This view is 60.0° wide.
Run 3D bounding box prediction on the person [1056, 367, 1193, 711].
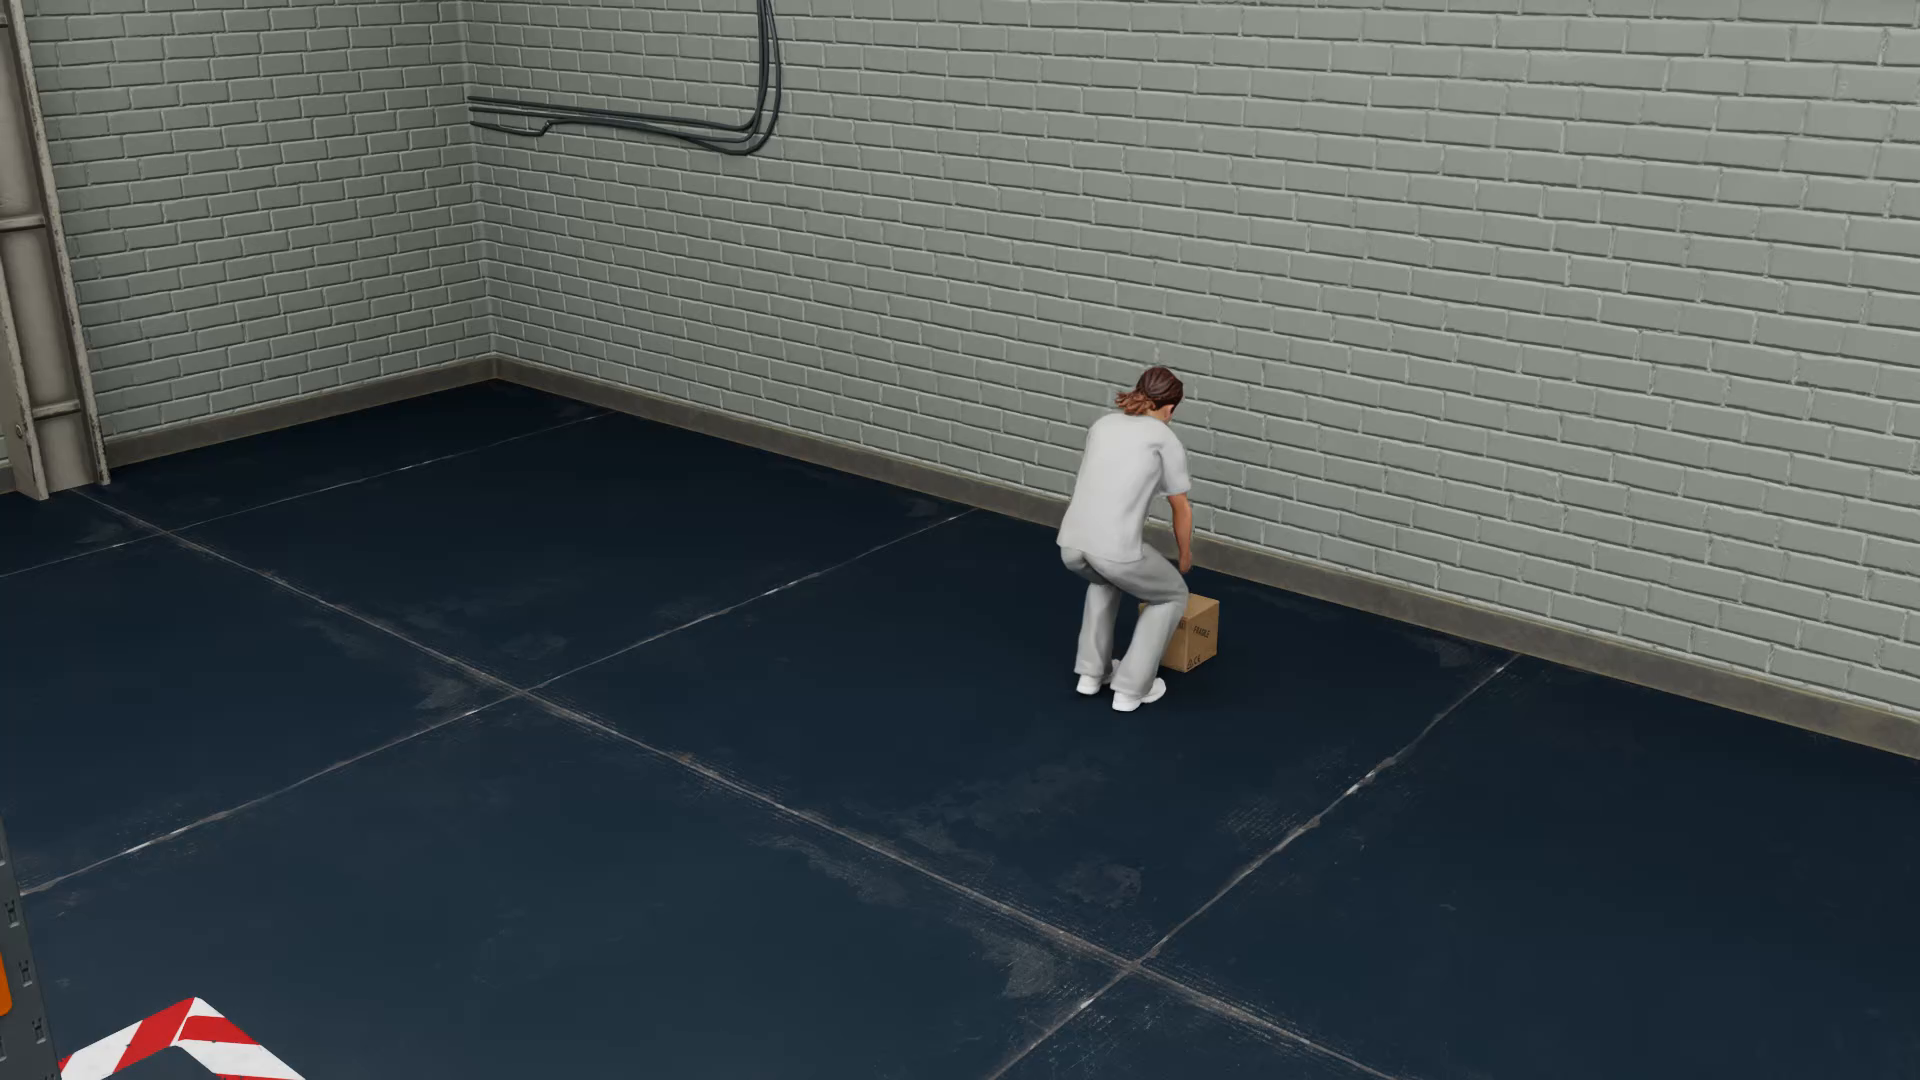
[{"bbox_3d":[0.648,-0.006,6.637,0.491,1.304,0.683,16,26,37],"label":"person"}]
